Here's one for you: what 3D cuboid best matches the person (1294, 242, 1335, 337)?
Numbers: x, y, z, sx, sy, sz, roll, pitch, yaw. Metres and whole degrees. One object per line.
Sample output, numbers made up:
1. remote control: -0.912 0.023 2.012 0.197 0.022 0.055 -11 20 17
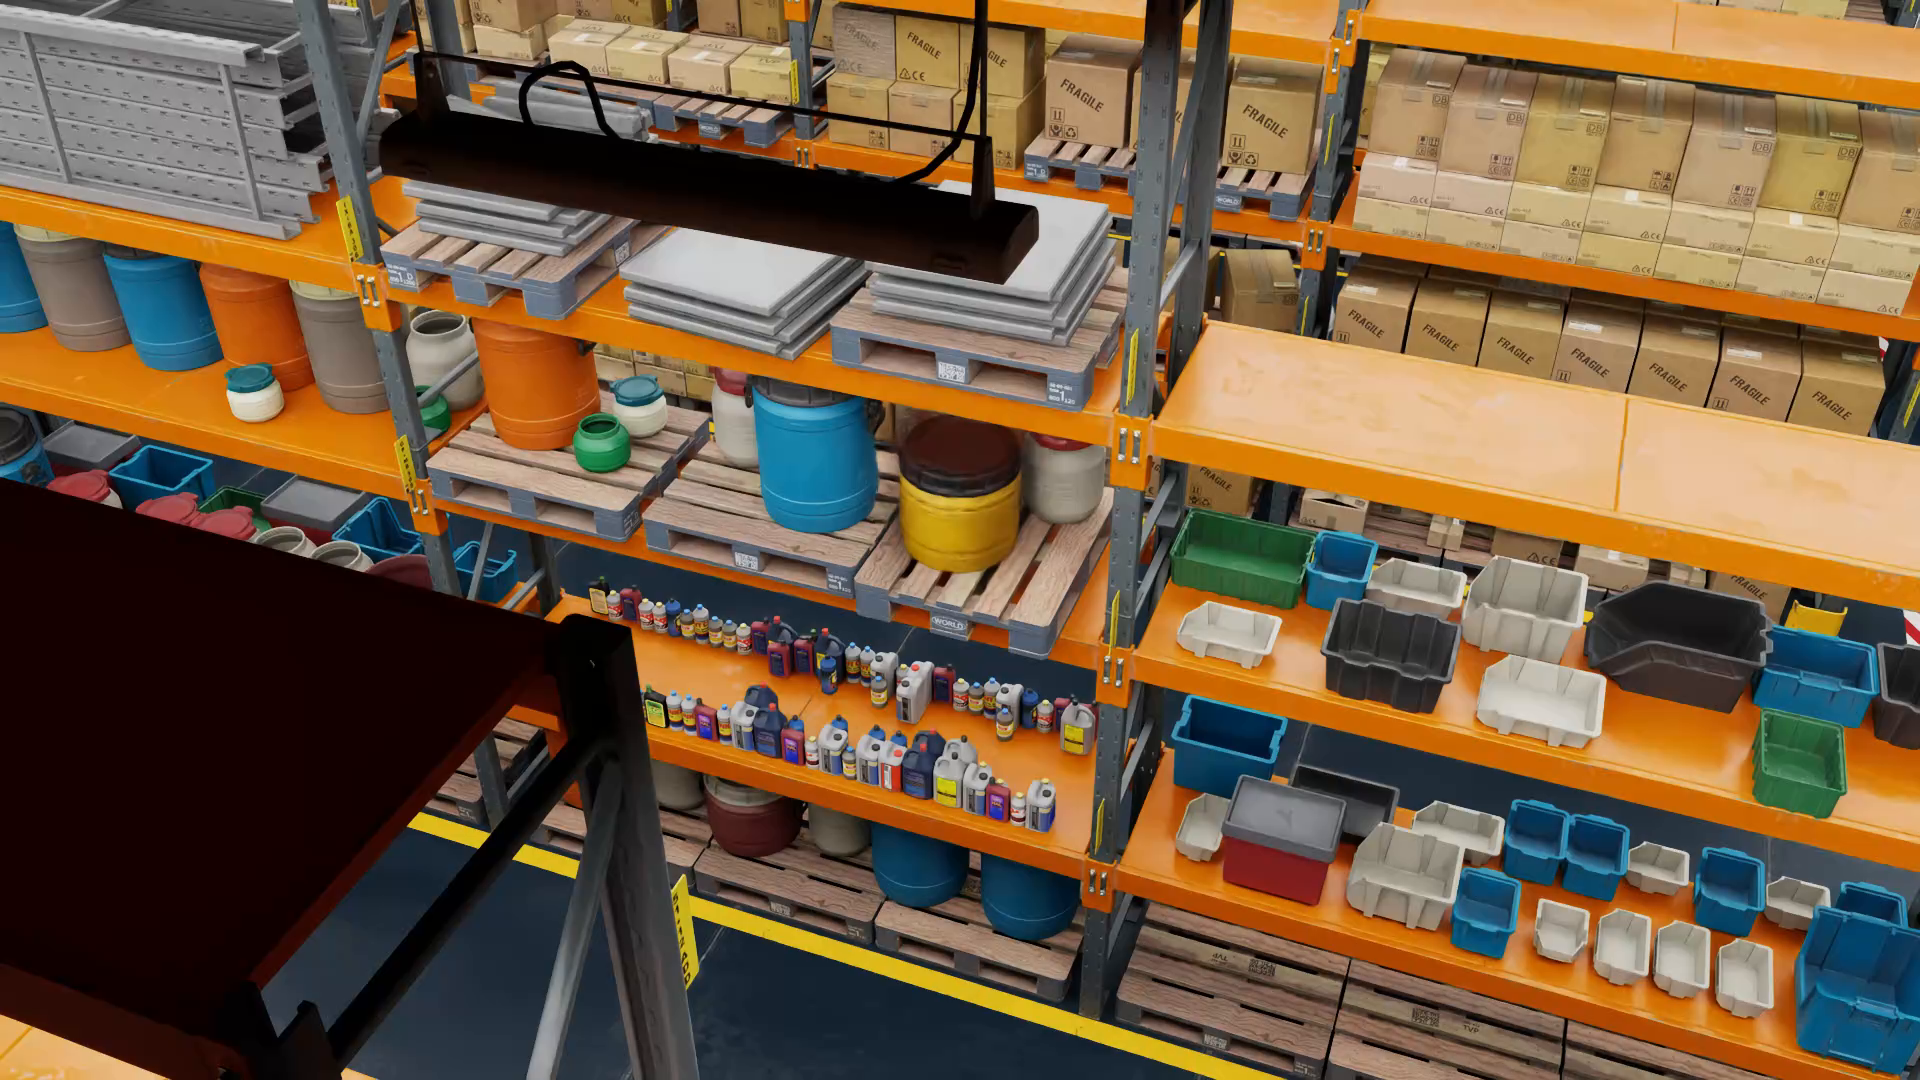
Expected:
1. person: 3.155 -1.871 14.463 0.689 1.758 0.622 7 37 9
